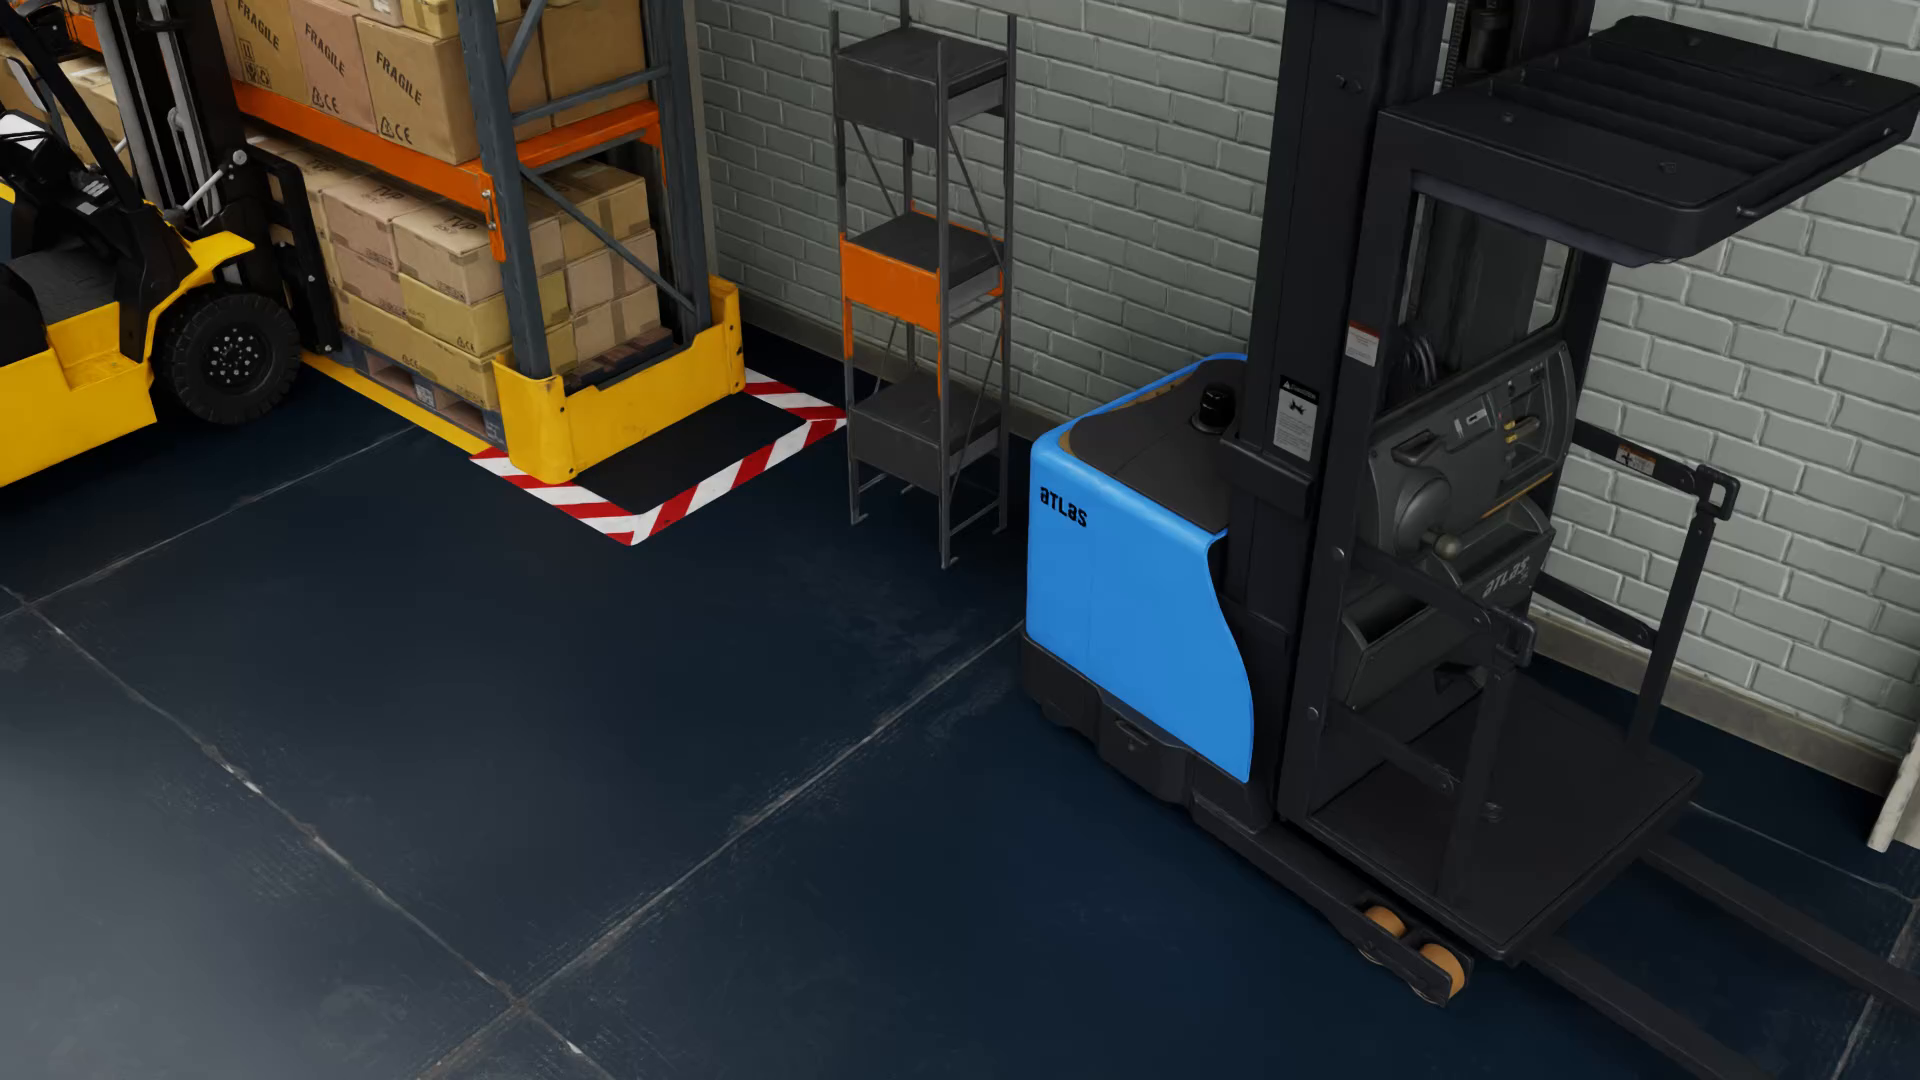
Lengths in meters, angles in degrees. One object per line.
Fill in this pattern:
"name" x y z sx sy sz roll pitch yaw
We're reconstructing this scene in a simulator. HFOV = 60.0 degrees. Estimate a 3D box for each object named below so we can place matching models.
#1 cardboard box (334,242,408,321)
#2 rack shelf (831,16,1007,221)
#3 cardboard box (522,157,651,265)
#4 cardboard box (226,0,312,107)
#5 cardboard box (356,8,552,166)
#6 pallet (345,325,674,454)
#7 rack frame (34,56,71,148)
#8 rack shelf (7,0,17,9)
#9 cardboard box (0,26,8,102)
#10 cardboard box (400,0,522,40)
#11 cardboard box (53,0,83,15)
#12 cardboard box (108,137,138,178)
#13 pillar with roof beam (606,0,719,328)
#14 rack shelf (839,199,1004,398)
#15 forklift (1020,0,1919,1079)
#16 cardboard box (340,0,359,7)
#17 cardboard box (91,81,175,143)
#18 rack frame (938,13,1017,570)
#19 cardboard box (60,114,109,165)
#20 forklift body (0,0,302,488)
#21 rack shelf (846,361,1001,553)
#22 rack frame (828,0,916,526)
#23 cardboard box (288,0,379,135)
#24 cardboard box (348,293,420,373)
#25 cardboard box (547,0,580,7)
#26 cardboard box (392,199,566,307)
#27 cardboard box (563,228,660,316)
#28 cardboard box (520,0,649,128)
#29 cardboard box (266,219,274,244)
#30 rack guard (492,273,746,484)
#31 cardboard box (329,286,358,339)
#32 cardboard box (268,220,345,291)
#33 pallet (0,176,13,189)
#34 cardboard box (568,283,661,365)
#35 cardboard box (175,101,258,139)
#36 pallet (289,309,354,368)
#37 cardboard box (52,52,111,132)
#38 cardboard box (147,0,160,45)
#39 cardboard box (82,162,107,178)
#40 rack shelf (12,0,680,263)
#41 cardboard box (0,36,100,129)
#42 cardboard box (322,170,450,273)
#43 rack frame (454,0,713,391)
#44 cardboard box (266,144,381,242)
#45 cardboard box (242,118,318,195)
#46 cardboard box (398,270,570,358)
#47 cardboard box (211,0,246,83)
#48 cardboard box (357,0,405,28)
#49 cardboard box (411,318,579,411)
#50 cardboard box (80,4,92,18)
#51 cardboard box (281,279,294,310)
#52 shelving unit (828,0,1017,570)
"cardboard box" -2.455 -1.256 7.545 0.500 0.250 0.500 25 42 31
"rack shelf" -0.127 -1.491 5.854 0.480 0.518 0.431 25 42 32
"cardboard box" -1.751 -1.492 7.447 0.500 0.250 0.500 25 41 31
"cardboard box" -2.836 -2.266 7.312 0.500 0.500 0.500 24 41 31
"cardboard box" -2.049 -1.889 6.762 0.500 0.500 0.500 24 41 31
"pallet" -2.117 -0.893 7.863 1.213 0.211 1.003 25 42 32
"rack frame" -4.577 -3.232 8.807 0.127 3.000 1.000 25 42 32
"rack shelf" -6.114 -3.660 10.065 4.000 0.370 1.077 25 42 32
"cardboard box" -5.576 -2.895 10.043 0.625 0.625 0.875 25 42 31
"cardboard box" -1.948 -2.096 6.491 0.250 0.149 0.380 26 42 32
"cardboard box" -4.403 -2.999 8.379 0.500 0.500 0.500 24 41 31
"cardboard box" -4.014 -1.987 8.610 0.500 0.250 0.500 25 42 32
"pillar with roof beam" -4.215 -3.028 3.210 0.400 9.000 9.100 25 42 32
"rack shelf" -0.127 -0.914 6.251 0.480 0.518 0.431 25 42 32
"forklift" 1.559 -0.200 4.452 1.130 2.935 3.031 -26 42 -33
"cardboard box" -2.324 -2.296 6.782 0.250 0.149 0.380 26 42 33
"cardboard box" -4.019 -2.183 8.453 0.500 0.250 0.500 25 42 32
"rack frame" 0.060 -0.837 6.114 0.015 2.100 0.400 25 42 32
"cardboard box" -4.402 -2.169 8.874 0.500 0.250 0.500 25 42 32
"forklift body" -4.127 -1.327 6.782 1.214 2.155 2.313 25 42 32
"rack shelf" -0.127 -0.337 6.647 0.480 0.518 0.431 25 42 32
"rack frame" -0.315 -1.014 6.372 0.015 2.100 0.400 25 42 32
"cardboard box" -2.442 -2.081 7.042 0.500 0.500 0.500 27 43 33
"cardboard box" -2.442 -1.040 7.673 0.500 0.250 0.500 25 42 32
"cardboard box" -1.597 -2.328 6.829 0.250 0.149 0.380 24 41 31
"cardboard box" -2.056 -1.266 7.119 0.500 0.250 0.500 27 43 33
"cardboard box" -1.731 -1.290 7.595 0.500 0.250 0.500 26 42 33
"cardboard box" -1.706 -2.125 7.106 0.500 0.500 0.500 27 43 33
"cardboard box" -3.248 -1.616 8.070 0.500 0.250 0.500 25 42 32
"rack guard" -1.484 -0.744 7.392 0.348 0.500 1.175 25 42 32
"cardboard box" -2.821 -1.225 7.942 0.500 0.250 0.500 26 42 32
"cardboard box" -2.865 -1.434 7.804 0.500 0.250 0.500 24 41 31
"pallet" -5.168 -2.333 9.960 1.213 0.211 1.003 25 42 32
"cardboard box" -1.755 -1.086 7.740 0.500 0.250 0.500 25 42 32
"cardboard box" -3.629 -2.008 8.198 0.500 0.250 0.500 27 43 33
"pallet" -3.050 -1.335 8.507 1.213 0.211 1.003 25 42 32
"cardboard box" -4.406 -2.372 8.729 0.500 0.250 0.500 25 41 31
"cardboard box" -3.602 -2.635 7.849 0.500 0.500 0.500 25 42 31
"cardboard box" -4.417 -1.953 9.002 0.500 0.250 0.500 26 42 32
"rack shelf" -3.040 -2.211 7.956 4.000 0.370 1.077 25 42 32
"cardboard box" -4.985 -2.611 9.628 0.625 0.625 0.875 27 43 34
"cardboard box" -2.452 -1.449 7.385 0.500 0.250 0.500 26 42 33
"rack frame" -1.503 -1.783 6.697 0.127 3.000 1.000 25 42 32
"cardboard box" -2.846 -1.627 7.644 0.500 0.250 0.500 26 42 32
"cardboard box" -3.231 -1.814 7.916 0.500 0.250 0.500 24 41 31
"cardboard box" -2.077 -1.069 7.274 0.500 0.250 0.500 25 41 31
"cardboard box" -3.229 -2.443 7.570 0.500 0.500 0.500 26 42 32
"cardboard box" -2.164 -2.175 6.607 0.250 0.149 0.380 26 42 33
"cardboard box" -2.066 -0.856 7.404 0.500 0.250 0.500 26 42 32
"cardboard box" -3.992 -2.818 8.115 0.500 0.500 0.500 26 42 33
"cardboard box" -3.234 -1.404 8.202 0.500 0.250 0.500 27 43 33
"shelving unit" -0.127 -0.925 6.243 0.503 2.100 0.431 25 42 32
